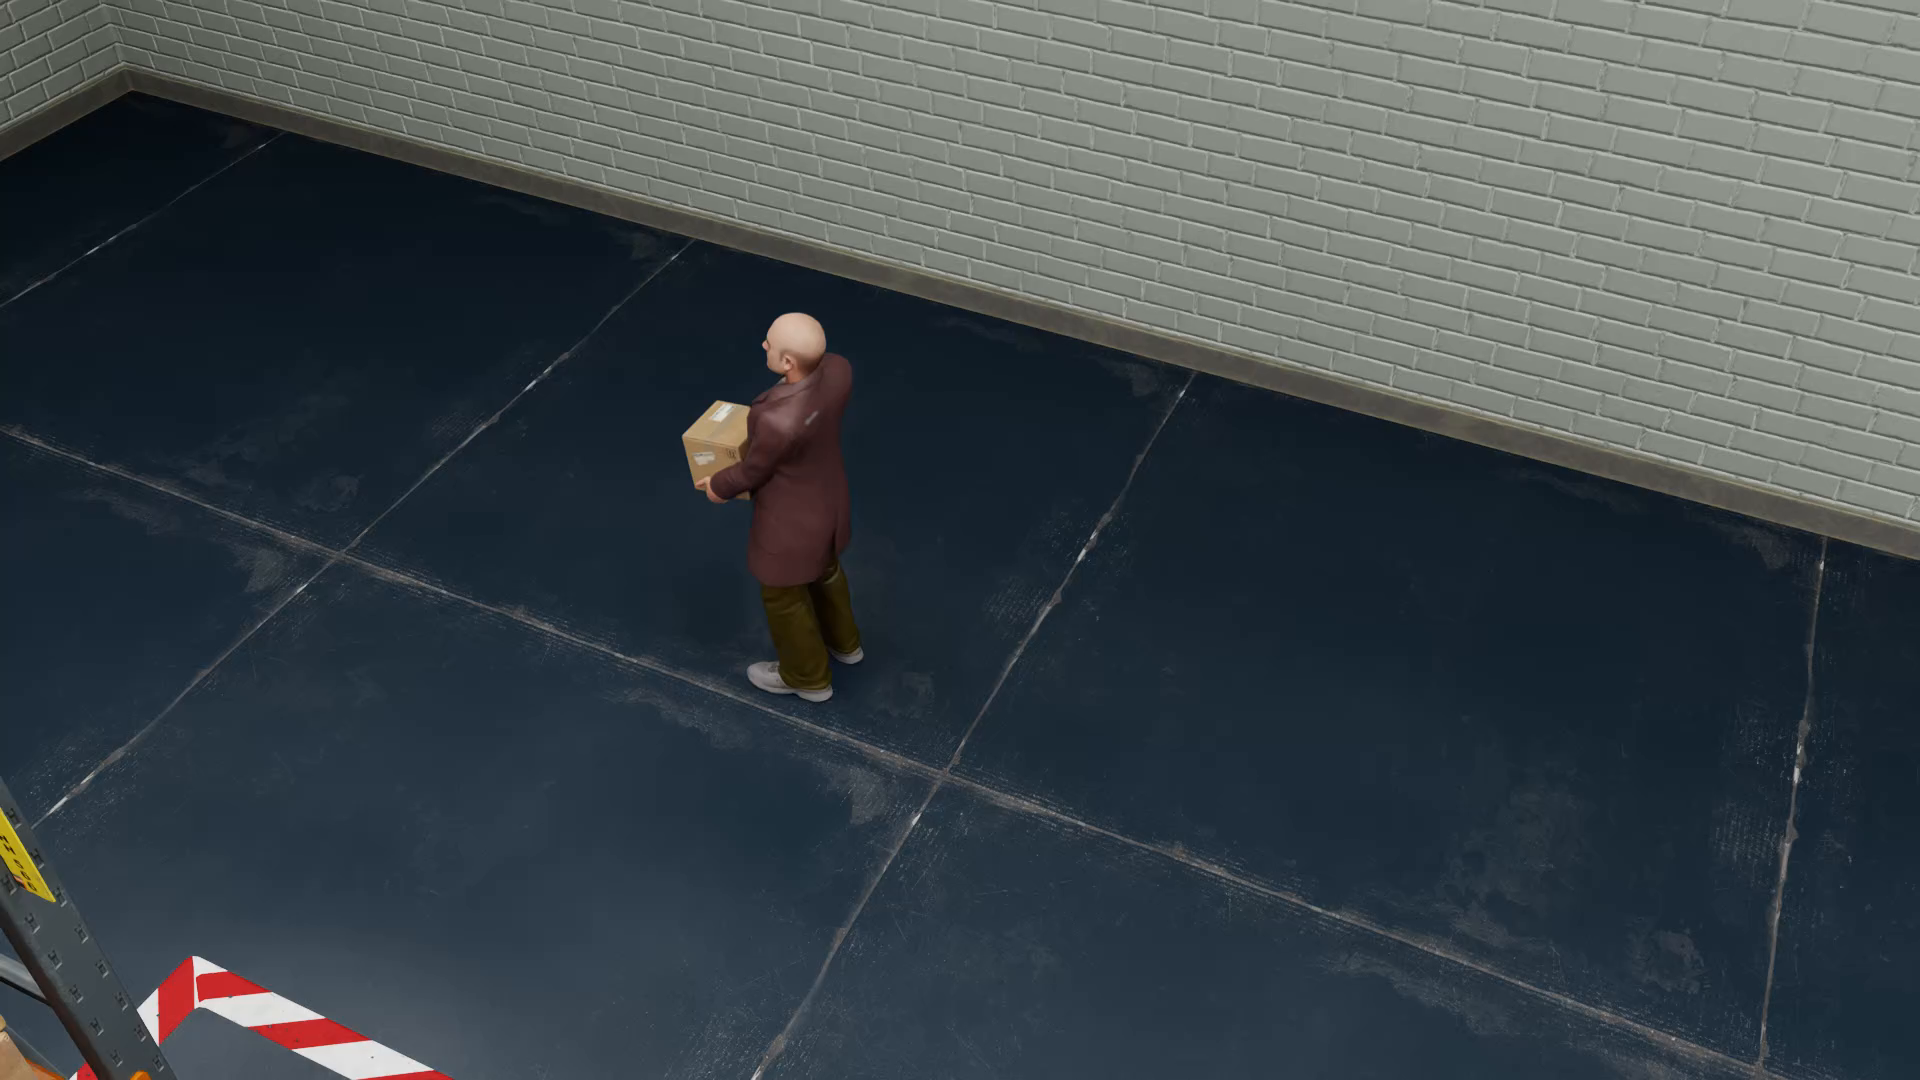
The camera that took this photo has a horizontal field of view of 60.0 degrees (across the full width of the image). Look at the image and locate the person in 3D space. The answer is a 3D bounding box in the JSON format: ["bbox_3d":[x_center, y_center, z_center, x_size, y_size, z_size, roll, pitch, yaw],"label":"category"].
[{"bbox_3d":[-0.699,-0.152,6.346,0.545,1.776,0.527,18,44,19],"label":"person"}]
